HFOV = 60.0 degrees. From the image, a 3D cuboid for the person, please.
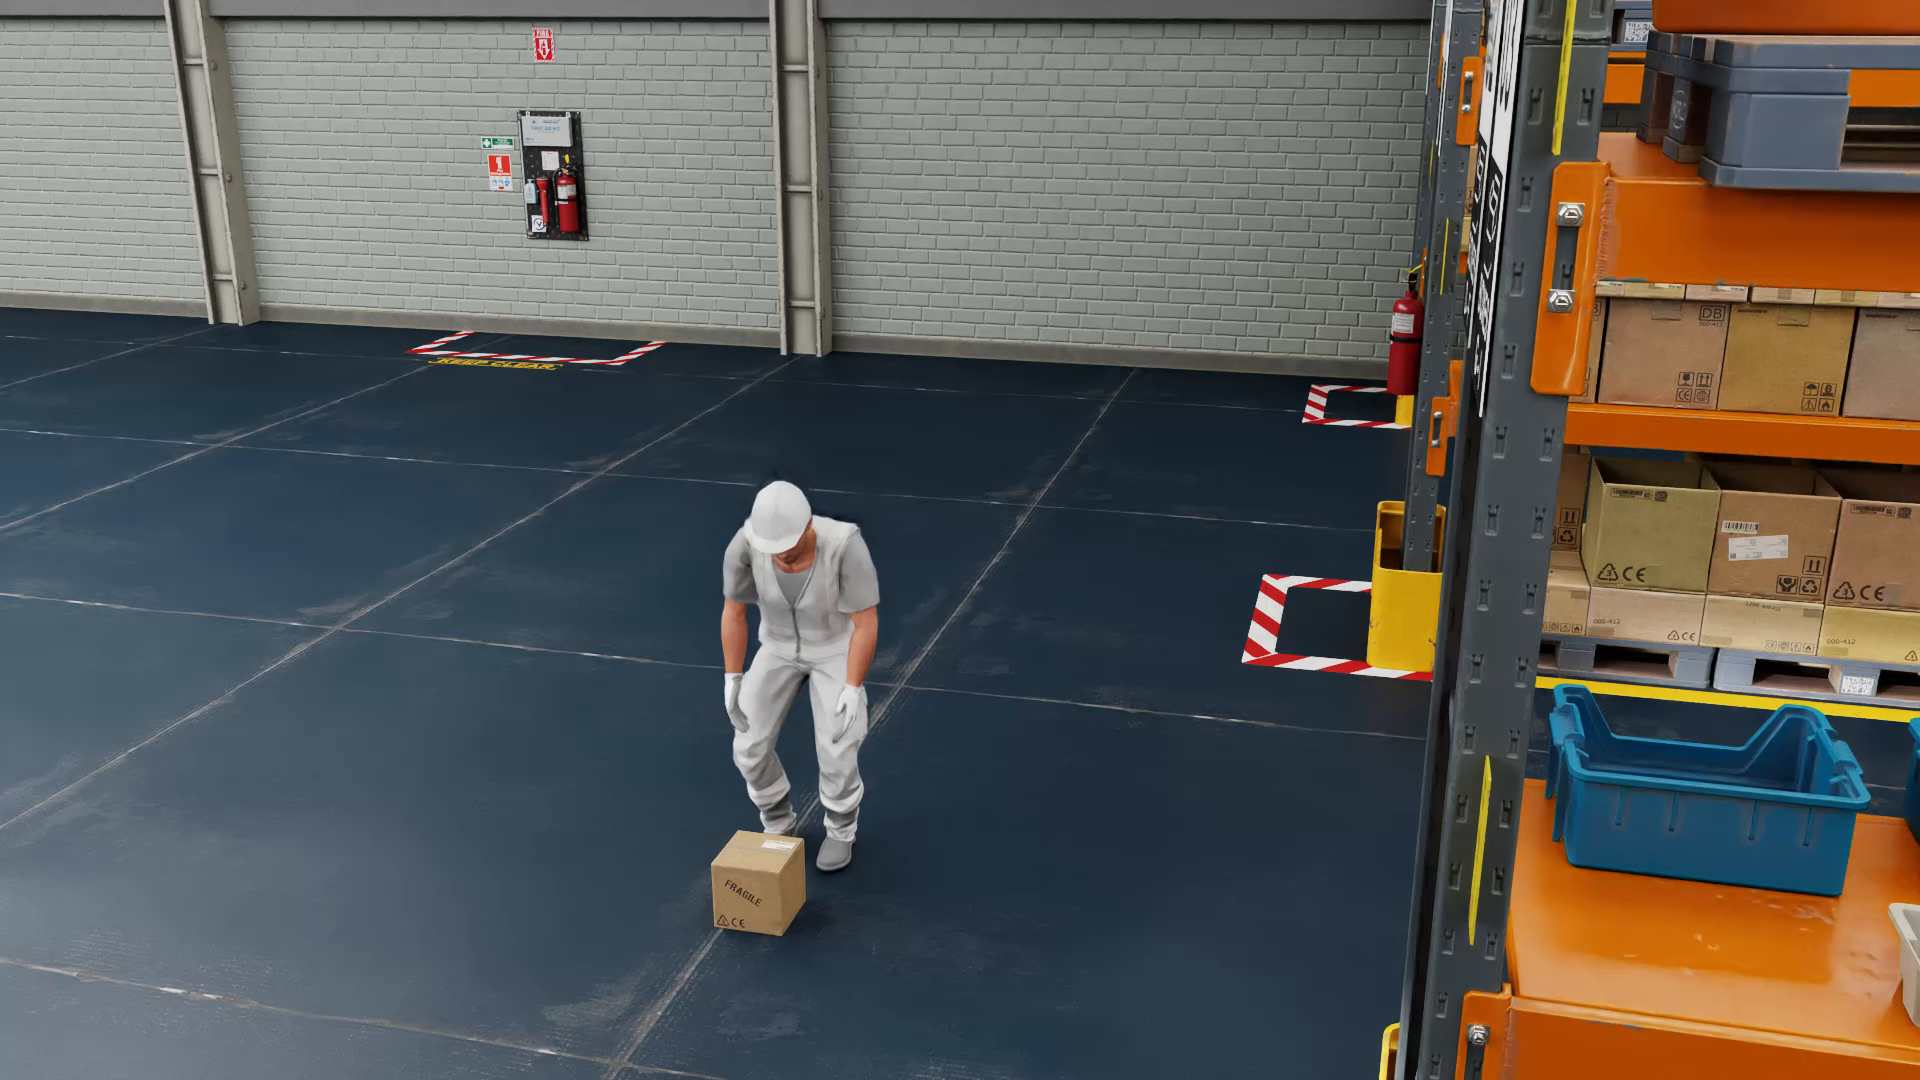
[{"bbox_3d":[-0.555,0.470,5.999,0.579,1.528,0.690,5,19,14],"label":"person"}]
